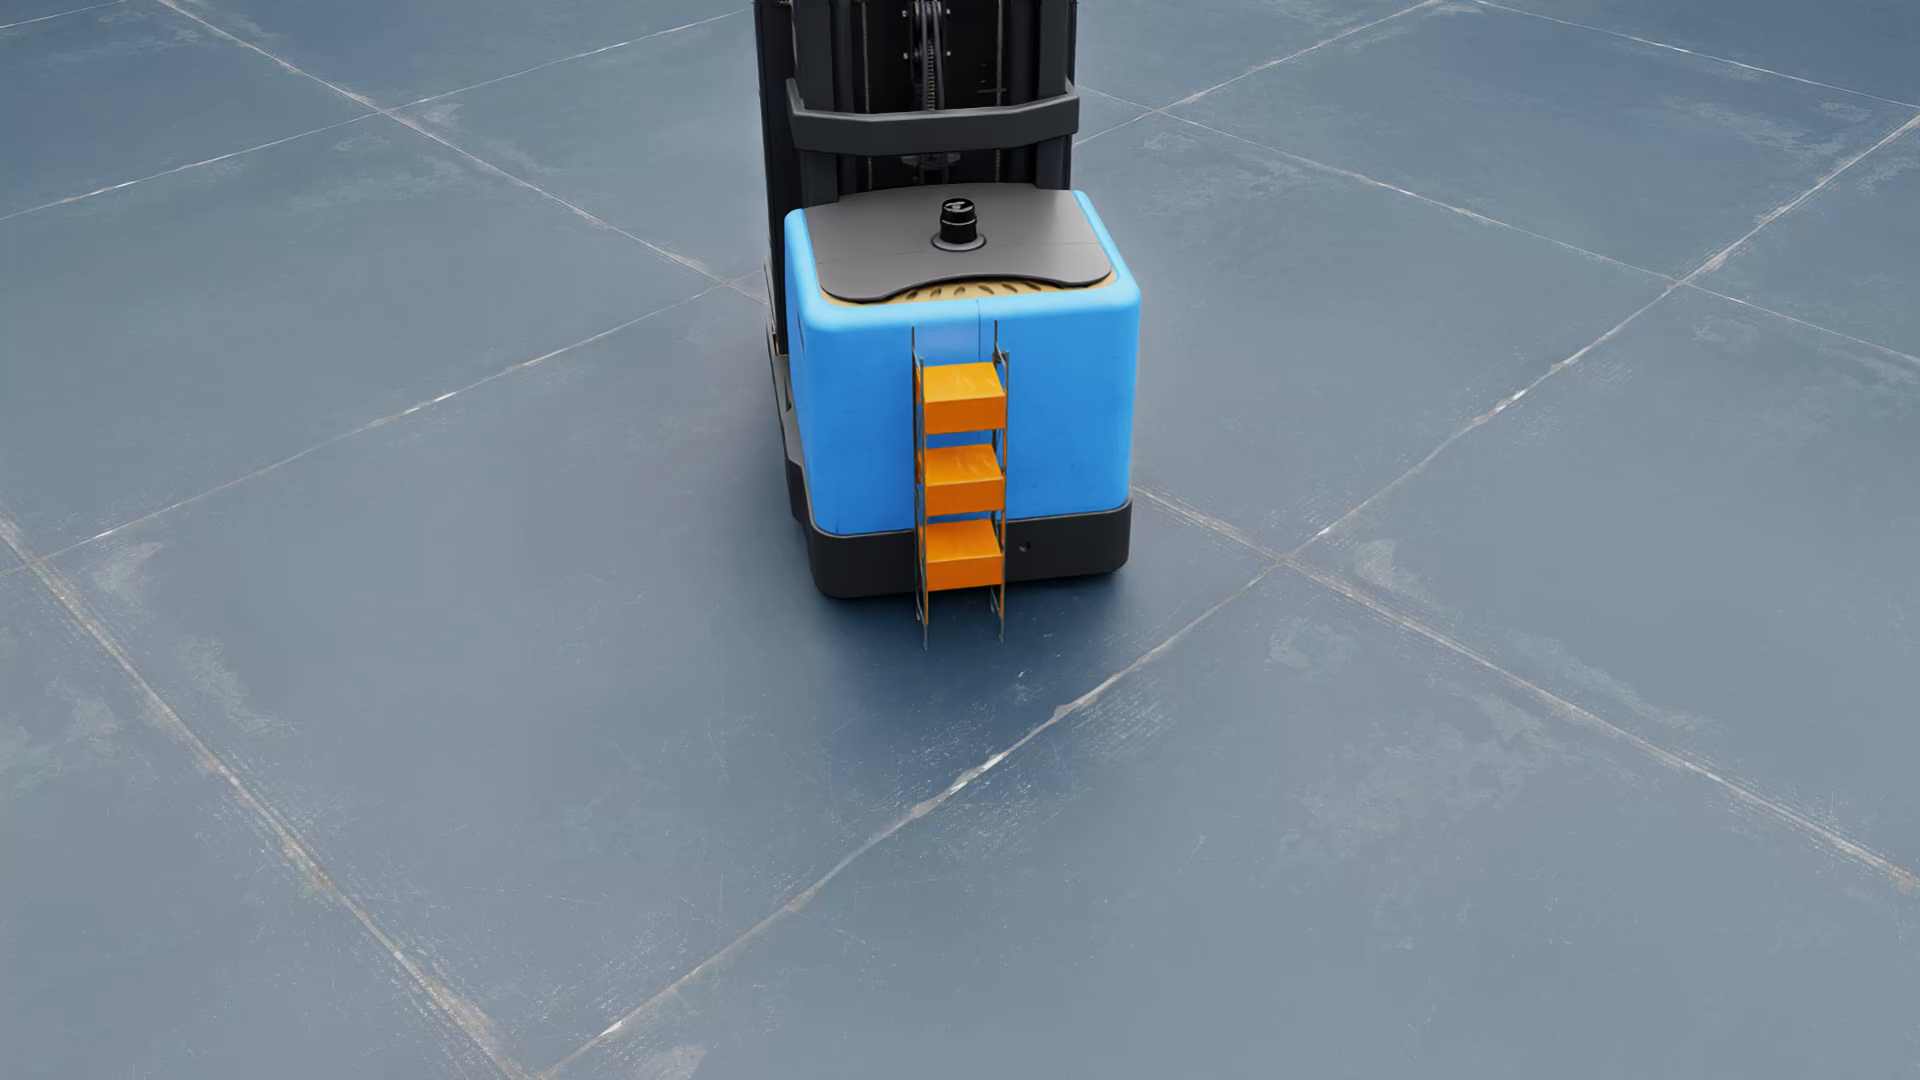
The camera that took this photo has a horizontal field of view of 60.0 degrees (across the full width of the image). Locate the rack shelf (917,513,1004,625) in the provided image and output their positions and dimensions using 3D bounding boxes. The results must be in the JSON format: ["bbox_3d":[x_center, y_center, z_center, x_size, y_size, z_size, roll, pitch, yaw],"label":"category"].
[{"bbox_3d":[-0.002,0.091,5.206,0.240,0.259,0.215,-5,36,-8],"label":"rack shelf"}]

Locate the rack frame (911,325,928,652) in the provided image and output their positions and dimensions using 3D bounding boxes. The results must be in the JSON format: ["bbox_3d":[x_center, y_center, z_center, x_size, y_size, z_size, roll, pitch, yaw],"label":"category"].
[{"bbox_3d":[-0.122,-0.134,5.023,0.008,1.050,0.200,-5,36,-8],"label":"rack frame"}]

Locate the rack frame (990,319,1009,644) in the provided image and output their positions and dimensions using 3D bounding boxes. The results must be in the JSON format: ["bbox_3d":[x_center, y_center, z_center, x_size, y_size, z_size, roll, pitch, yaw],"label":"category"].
[{"bbox_3d":[0.119,-0.157,5.056,0.008,1.050,0.200,-5,36,-8],"label":"rack frame"}]

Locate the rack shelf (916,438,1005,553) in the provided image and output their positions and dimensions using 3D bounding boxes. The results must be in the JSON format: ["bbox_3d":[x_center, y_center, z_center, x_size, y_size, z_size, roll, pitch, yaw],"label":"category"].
[{"bbox_3d":[-0.002,-0.136,5.045,0.240,0.259,0.215,-5,36,-8],"label":"rack shelf"}]

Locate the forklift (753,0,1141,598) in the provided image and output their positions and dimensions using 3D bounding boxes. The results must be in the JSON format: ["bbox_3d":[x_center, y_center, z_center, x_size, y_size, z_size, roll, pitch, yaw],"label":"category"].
[{"bbox_3d":[-0.188,-1.850,5.840,1.130,2.935,3.031,-5,35,-8],"label":"forklift"}]

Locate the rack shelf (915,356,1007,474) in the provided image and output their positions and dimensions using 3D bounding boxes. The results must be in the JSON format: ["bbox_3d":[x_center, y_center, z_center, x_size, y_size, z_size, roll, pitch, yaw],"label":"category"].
[{"bbox_3d":[-0.002,-0.368,4.882,0.240,0.259,0.215,-5,36,-8],"label":"rack shelf"}]

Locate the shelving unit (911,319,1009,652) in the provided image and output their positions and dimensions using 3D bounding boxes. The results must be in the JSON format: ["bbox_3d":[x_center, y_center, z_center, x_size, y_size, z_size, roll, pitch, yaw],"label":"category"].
[{"bbox_3d":[-0.002,-0.145,5.039,0.252,1.050,0.215,-5,36,-8],"label":"shelving unit"}]
